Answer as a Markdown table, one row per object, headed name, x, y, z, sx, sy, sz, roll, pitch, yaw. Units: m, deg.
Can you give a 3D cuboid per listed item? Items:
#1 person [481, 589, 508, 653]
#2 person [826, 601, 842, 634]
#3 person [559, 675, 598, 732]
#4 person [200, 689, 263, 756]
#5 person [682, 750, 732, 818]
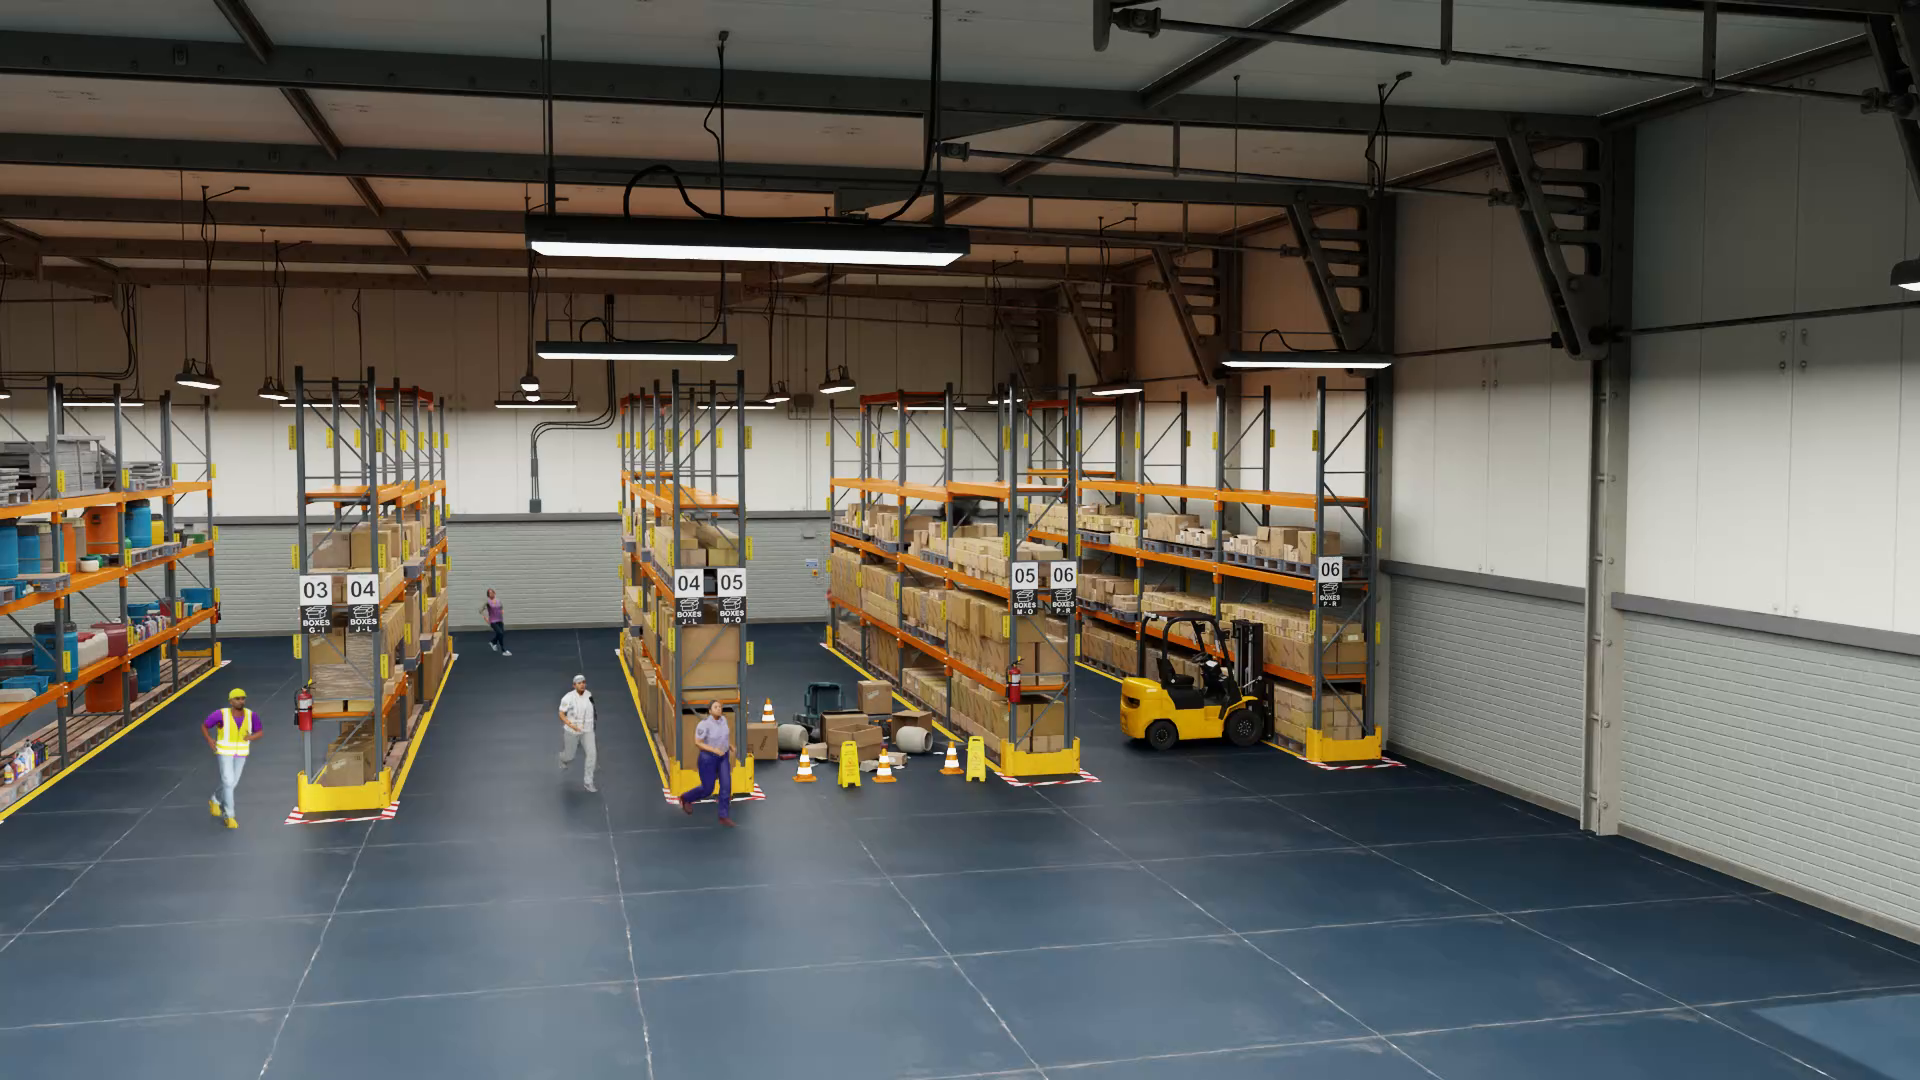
| name | x | y | z | sx | sy | sz | roll | pitch | yaw |
| --- | --- | --- | --- | --- | --- | --- | --- | --- | --- |
| person | -10.861 | 1.872 | 38.675 | 0.649 | 1.483 | 0.549 | 3 | 4 | 40 |
| person | -3.055 | 1.931 | 41.734 | 0.733 | 0.972 | 0.433 | 1 | 3 | 9 |
| person | -5.508 | 2.355 | 23.995 | 0.585 | 0.819 | 0.454 | -2 | 4 | -32 |
| person | -9.517 | 2.389 | 21.820 | 0.501 | 0.885 | 0.722 | 3 | 5 | 44 |
| person | -3.282 | 3.166 | 21.831 | 0.666 | 0.928 | 0.422 | 3 | 4 | 40 |
